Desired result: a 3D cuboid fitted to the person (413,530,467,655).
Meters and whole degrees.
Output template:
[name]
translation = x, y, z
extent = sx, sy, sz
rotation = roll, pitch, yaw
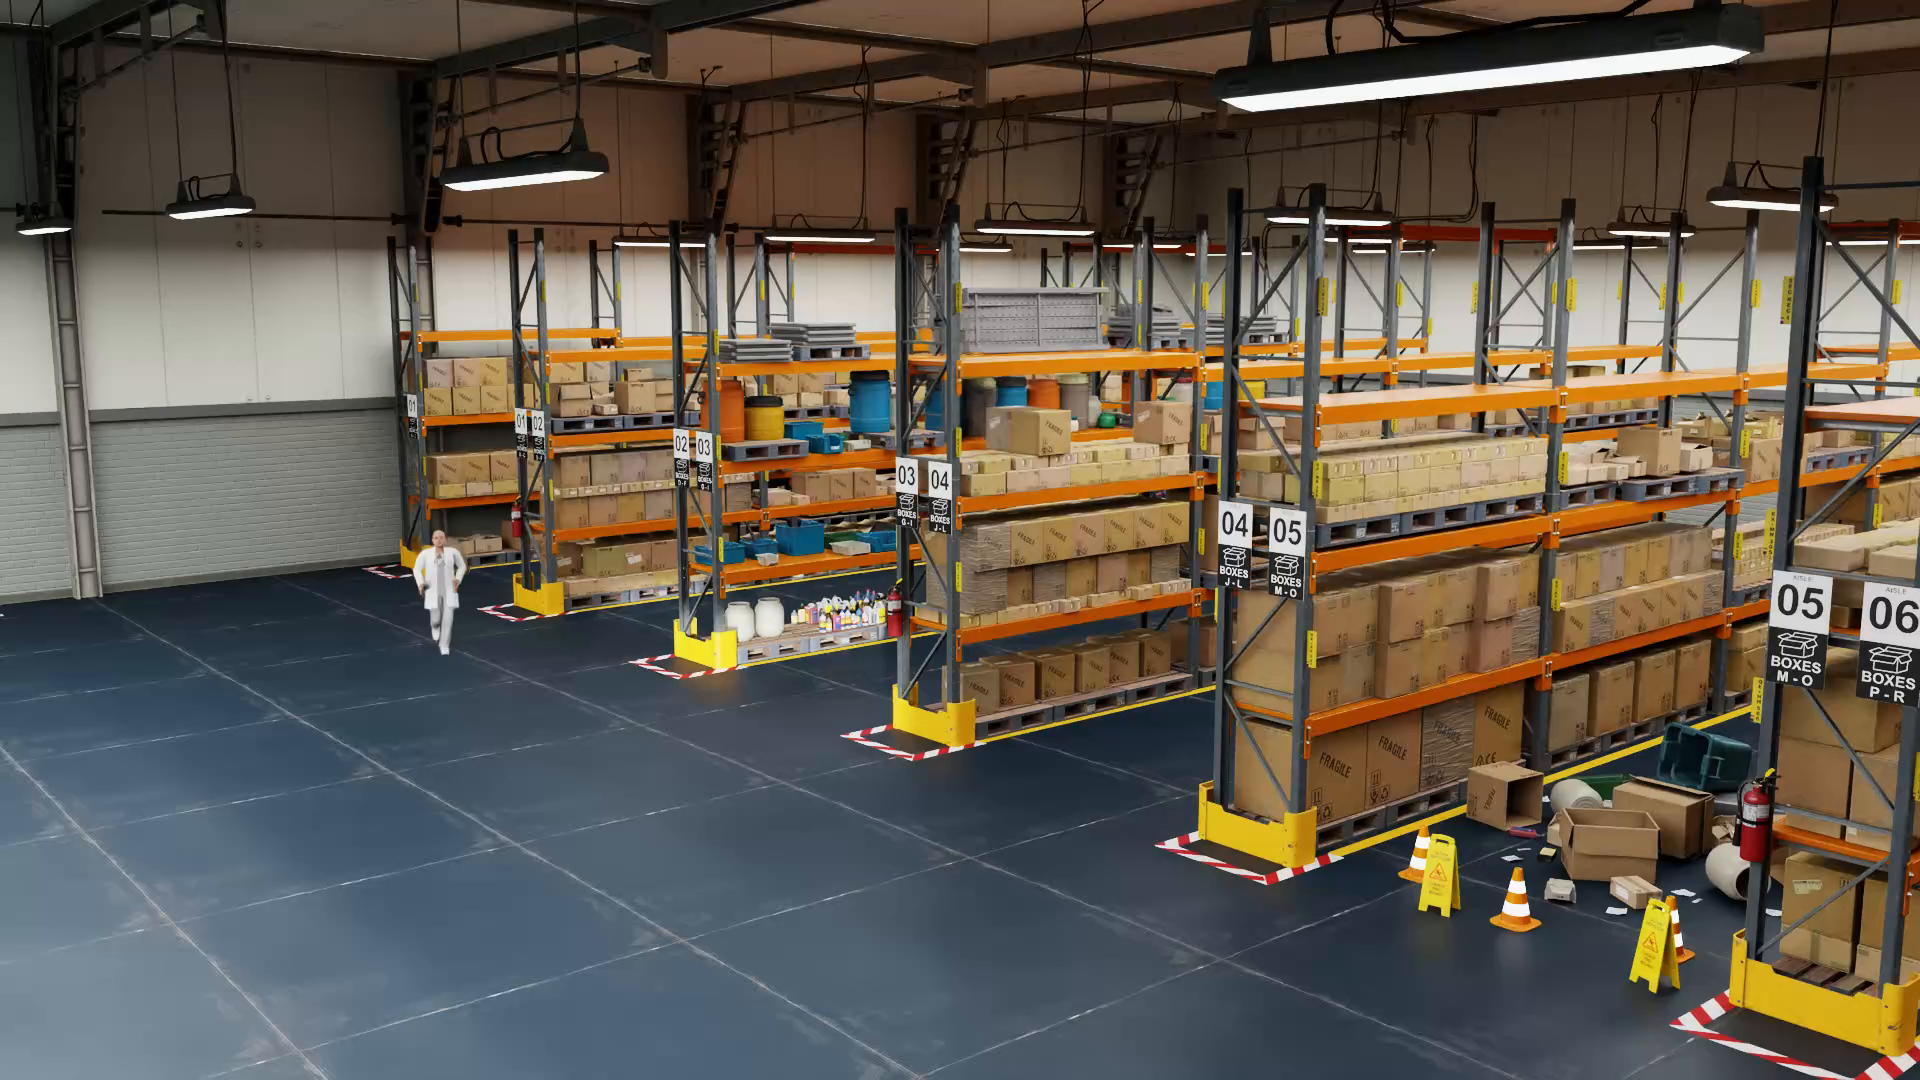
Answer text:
[person]
translation = -7.318, 0.824, 23.479
extent = 0.720, 1.534, 0.673
rotation = -3, 9, -19
